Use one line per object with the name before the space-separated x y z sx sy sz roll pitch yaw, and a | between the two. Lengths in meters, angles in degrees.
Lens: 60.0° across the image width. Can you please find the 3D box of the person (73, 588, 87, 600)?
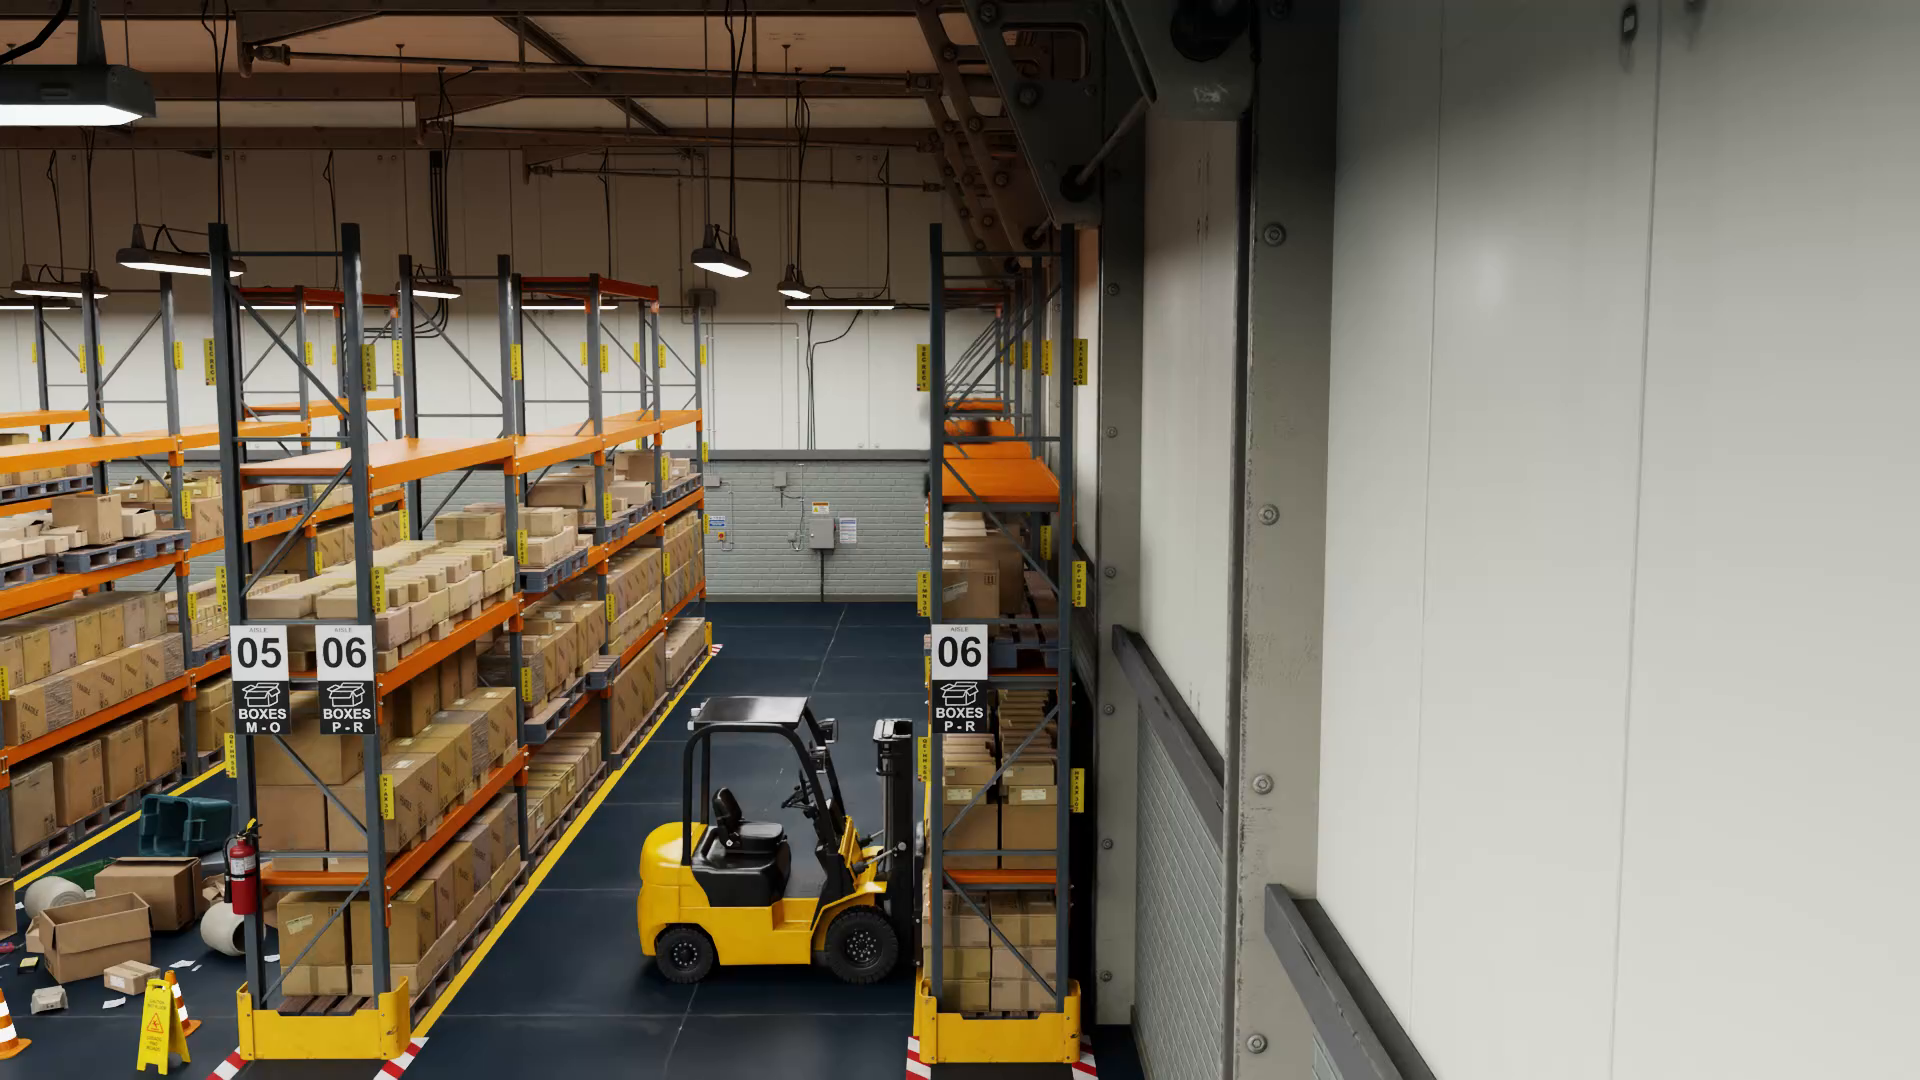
person | -12.805 1.508 24.259 0.547 1.726 0.749 -1 7 -10
